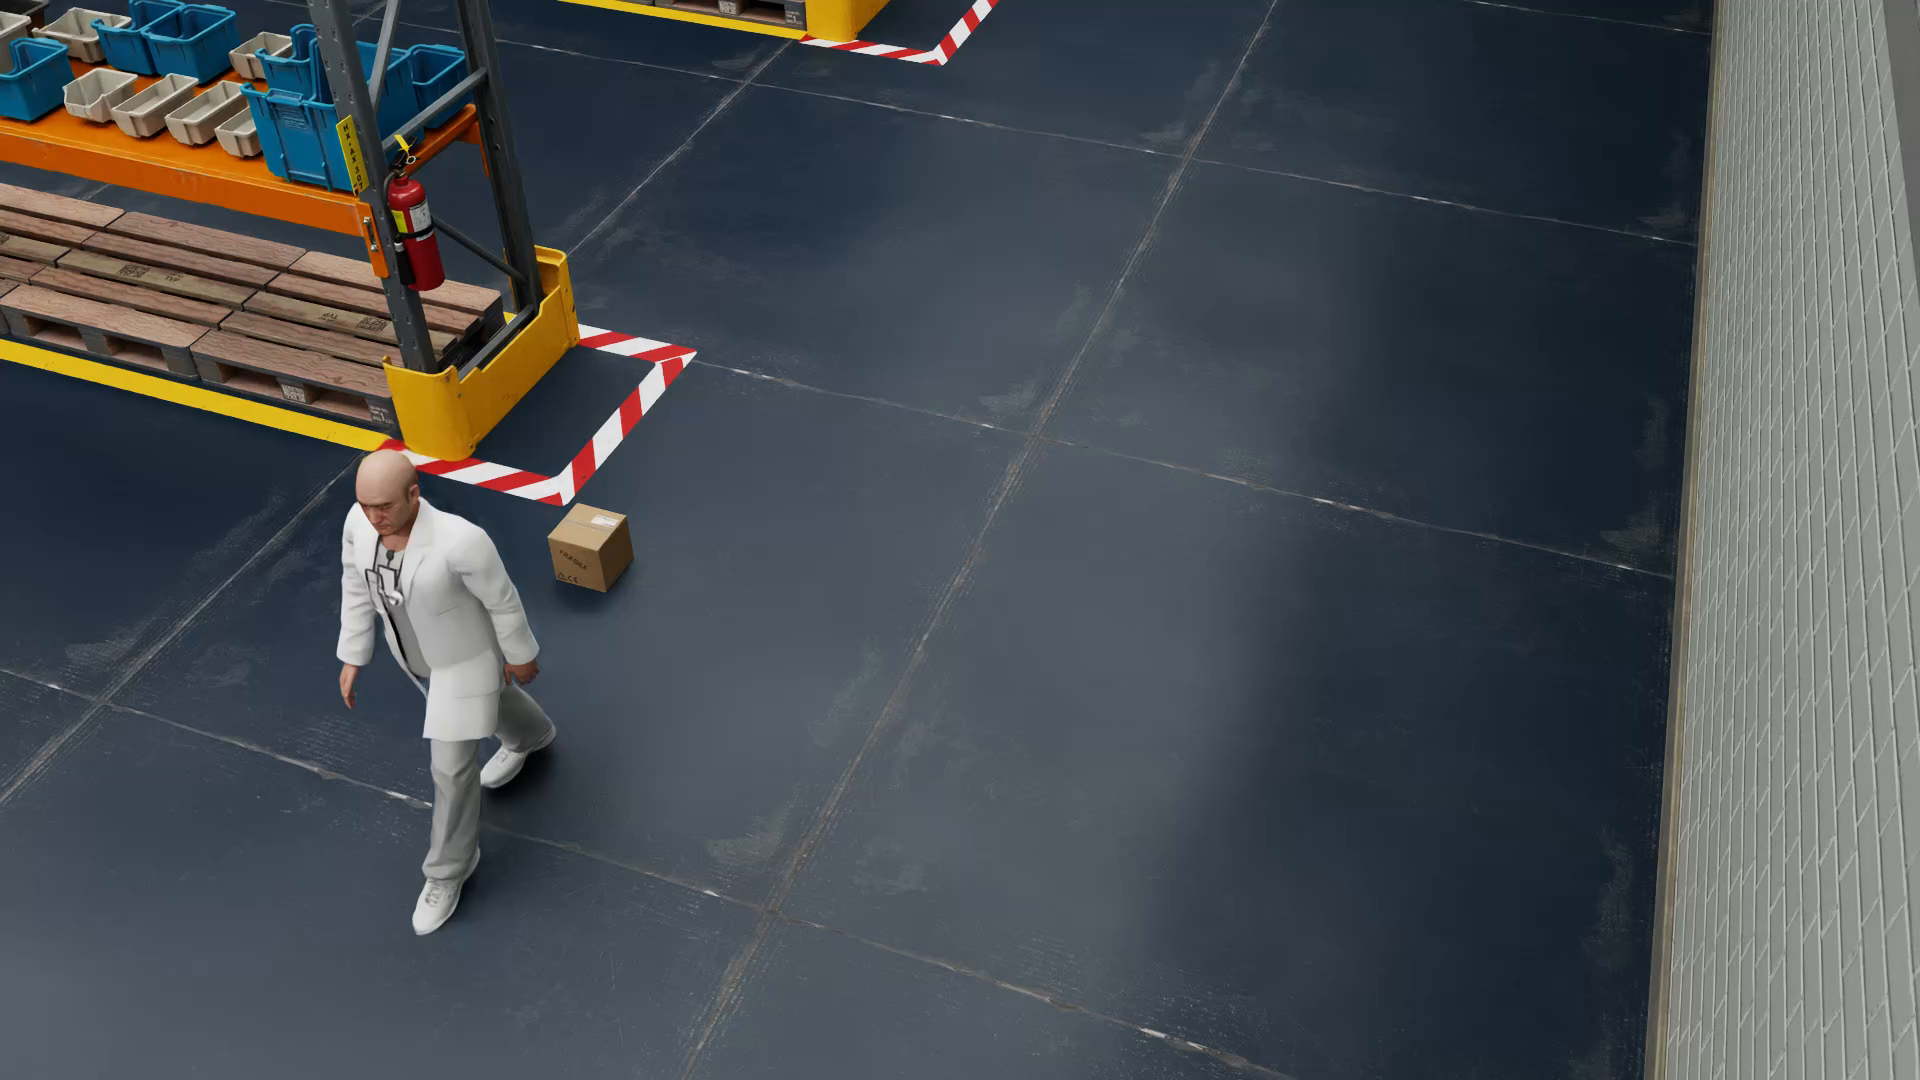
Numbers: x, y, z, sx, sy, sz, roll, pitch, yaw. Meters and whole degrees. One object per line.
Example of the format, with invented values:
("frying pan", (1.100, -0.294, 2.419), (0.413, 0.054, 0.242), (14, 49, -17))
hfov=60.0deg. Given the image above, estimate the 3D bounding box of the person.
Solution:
("person", (-1.787, 0.426, 5.692), (0.604, 1.791, 0.977), (19, 45, 21))
